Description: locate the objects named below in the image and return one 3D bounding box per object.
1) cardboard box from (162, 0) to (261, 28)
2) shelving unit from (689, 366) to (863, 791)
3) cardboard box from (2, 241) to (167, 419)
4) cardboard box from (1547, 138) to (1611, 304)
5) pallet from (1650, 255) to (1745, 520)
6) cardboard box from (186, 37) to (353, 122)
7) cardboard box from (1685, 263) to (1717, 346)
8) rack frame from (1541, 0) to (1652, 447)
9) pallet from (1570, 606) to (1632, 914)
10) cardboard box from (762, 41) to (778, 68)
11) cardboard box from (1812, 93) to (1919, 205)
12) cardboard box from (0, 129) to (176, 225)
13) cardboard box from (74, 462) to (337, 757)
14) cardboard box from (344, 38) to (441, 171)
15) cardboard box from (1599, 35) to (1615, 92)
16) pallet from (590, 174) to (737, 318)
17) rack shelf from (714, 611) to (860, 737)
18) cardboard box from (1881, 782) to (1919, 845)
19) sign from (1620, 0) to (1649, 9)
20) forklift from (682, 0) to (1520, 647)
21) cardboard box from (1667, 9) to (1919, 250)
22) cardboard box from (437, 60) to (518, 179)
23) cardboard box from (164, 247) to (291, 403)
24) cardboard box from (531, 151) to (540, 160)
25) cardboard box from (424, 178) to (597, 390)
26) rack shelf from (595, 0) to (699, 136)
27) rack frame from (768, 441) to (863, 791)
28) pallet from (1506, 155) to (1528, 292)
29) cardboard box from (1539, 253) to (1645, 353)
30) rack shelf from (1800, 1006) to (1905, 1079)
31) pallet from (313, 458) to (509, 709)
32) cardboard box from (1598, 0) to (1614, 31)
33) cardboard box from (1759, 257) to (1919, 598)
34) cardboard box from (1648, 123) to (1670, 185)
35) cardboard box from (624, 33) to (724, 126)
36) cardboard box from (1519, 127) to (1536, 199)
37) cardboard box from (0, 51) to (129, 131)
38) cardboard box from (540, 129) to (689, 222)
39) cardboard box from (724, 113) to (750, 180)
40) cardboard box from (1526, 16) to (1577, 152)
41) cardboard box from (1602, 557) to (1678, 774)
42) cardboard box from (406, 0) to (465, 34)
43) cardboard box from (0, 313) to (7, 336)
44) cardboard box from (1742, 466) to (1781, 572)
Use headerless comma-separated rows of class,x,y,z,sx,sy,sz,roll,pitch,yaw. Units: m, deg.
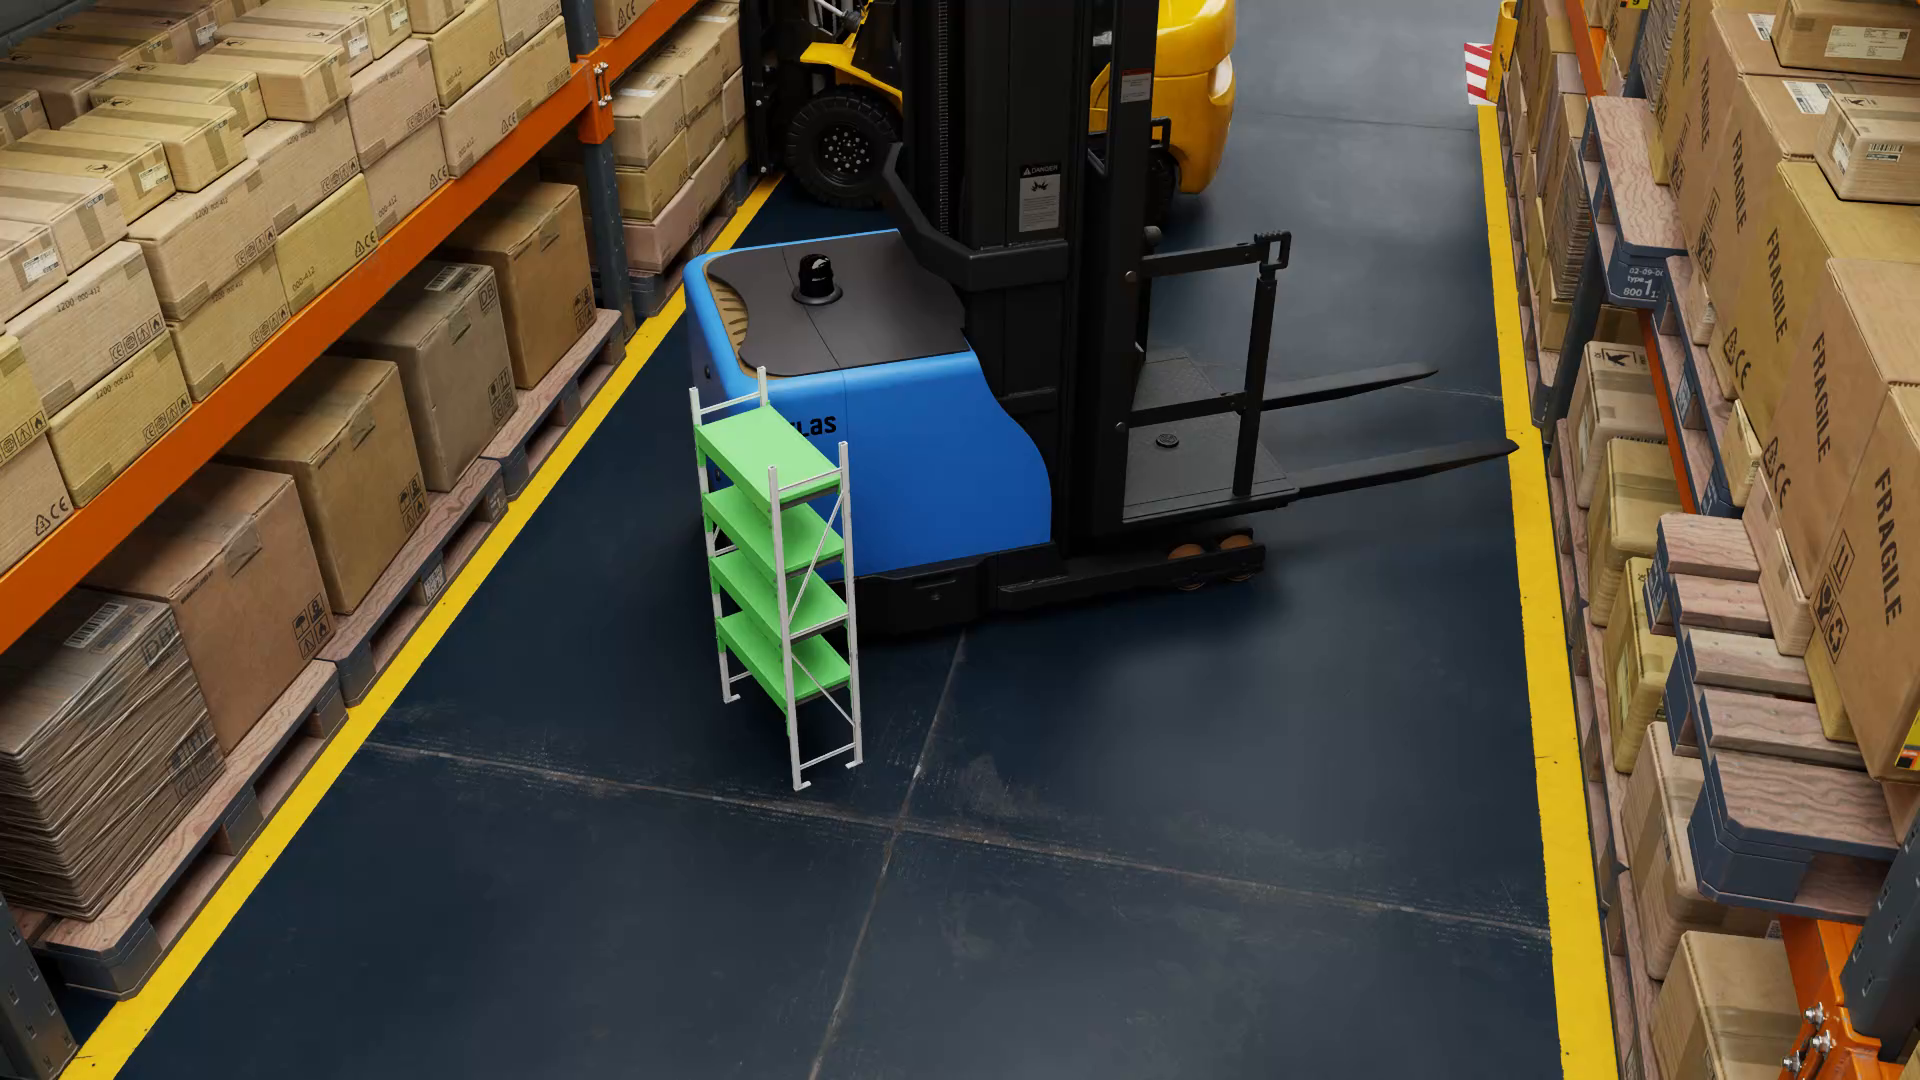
cardboard box,-2.530,-1.739,5.456,0.380,0.149,0.250,7,37,10
shelving unit,-0.546,0.135,5.042,0.258,1.200,0.503,-21,41,-26
cardboard box,-2.383,-0.549,4.153,0.500,0.250,0.500,8,37,11
cardboard box,2.744,-1.303,6.838,0.500,0.500,0.500,7,36,9
pallet,2.408,-0.339,4.325,1.003,0.211,1.213,7,37,10
cardboard box,-2.052,-1.371,4.948,0.380,0.149,0.250,6,36,9
cardboard box,2.147,-0.617,4.401,0.380,0.149,0.250,9,37,12
rack frame,2.879,-1.570,5.860,1.000,3.000,0.127,7,37,10
pallet,2.456,0.708,5.094,1.003,0.211,1.213,7,37,10
cardboard box,-1.233,-2.553,8.775,0.500,0.250,0.500,7,37,10
cardboard box,2.099,-0.843,3.608,0.380,0.149,0.250,6,36,8
cardboard box,-2.316,-0.948,4.364,0.380,0.149,0.250,8,37,10
cardboard box,-2.546,0.164,5.134,0.875,0.625,0.625,8,37,11
cardboard box,-2.043,-1.430,5.368,0.500,0.250,0.500,8,37,11
cardboard box,2.697,-1.834,6.439,0.380,0.149,0.250,8,37,11
pallet,-1.760,-1.511,8.155,1.003,0.211,1.213,7,37,10
rack shelf,-0.546,0.381,5.220,0.258,0.148,0.480,-21,41,-26
cardboard box,1.865,0.438,2.946,0.380,0.149,0.250,9,37,12
sign,2.348,-1.984,5.693,0.100,0.325,0.005,7,37,10
forklift,0.597,-1.292,5.535,3.031,2.935,1.130,-10,37,-13
cardboard box,2.274,-1.099,4.513,0.500,0.500,0.500,7,37,10
cardboard box,-1.925,-1.518,5.917,0.500,0.250,0.500,7,37,10
cardboard box,-2.276,-0.643,4.709,0.500,0.250,0.500,6,36,8
cardboard box,-2.054,-1.958,7.528,0.500,0.250,0.500,8,37,11
cardboard box,-2.071,-1.098,6.874,0.875,0.625,0.625,9,37,12
rack shelf,-1.543,-3.045,8.508,1.077,0.370,4.000,7,37,10
rack frame,-0.414,0.255,4.876,0.240,1.200,0.015,-21,41,-26
pallet,3.247,-1.532,8.183,1.003,0.211,1.213,7,37,10
cardboard box,2.743,-0.999,7.057,0.500,0.250,0.500,9,37,12
rack shelf,1.598,2.162,1.325,1.077,0.370,4.000,7,37,10
pallet,-2.348,0.068,5.976,1.003,0.211,1.213,7,37,10
cardboard box,2.835,-2.312,6.546,0.500,0.500,0.500,9,37,12
cardboard box,1.950,-0.201,3.274,0.500,0.500,0.500,7,36,9
cardboard box,2.391,-1.219,5.232,0.380,0.149,0.250,8,37,11
cardboard box,-1.442,-2.181,7.836,0.500,0.250,0.500,7,37,10
cardboard box,3.071,-1.886,8.281,0.500,0.250,0.500,10,37,13
cardboard box,-2.644,-1.294,4.841,0.380,0.149,0.250,8,37,11
cardboard box,-1.566,-1.687,7.581,0.500,0.250,0.500,7,37,10
cardboard box,-1.356,-2.072,8.538,0.500,0.250,0.500,8,37,11
cardboard box,3.064,-2.195,8.068,0.500,0.500,0.500,8,37,11
cardboard box,2.473,0.437,4.973,0.950,0.372,0.625,8,37,12
cardboard box,-1.894,-1.818,5.564,0.380,0.149,0.250,6,36,9
cardboard box,-2.413,-0.499,3.744,0.380,0.149,0.250,8,37,11
cardboard box,1.923,-0.018,3.575,0.380,0.149,0.250,6,36,8
